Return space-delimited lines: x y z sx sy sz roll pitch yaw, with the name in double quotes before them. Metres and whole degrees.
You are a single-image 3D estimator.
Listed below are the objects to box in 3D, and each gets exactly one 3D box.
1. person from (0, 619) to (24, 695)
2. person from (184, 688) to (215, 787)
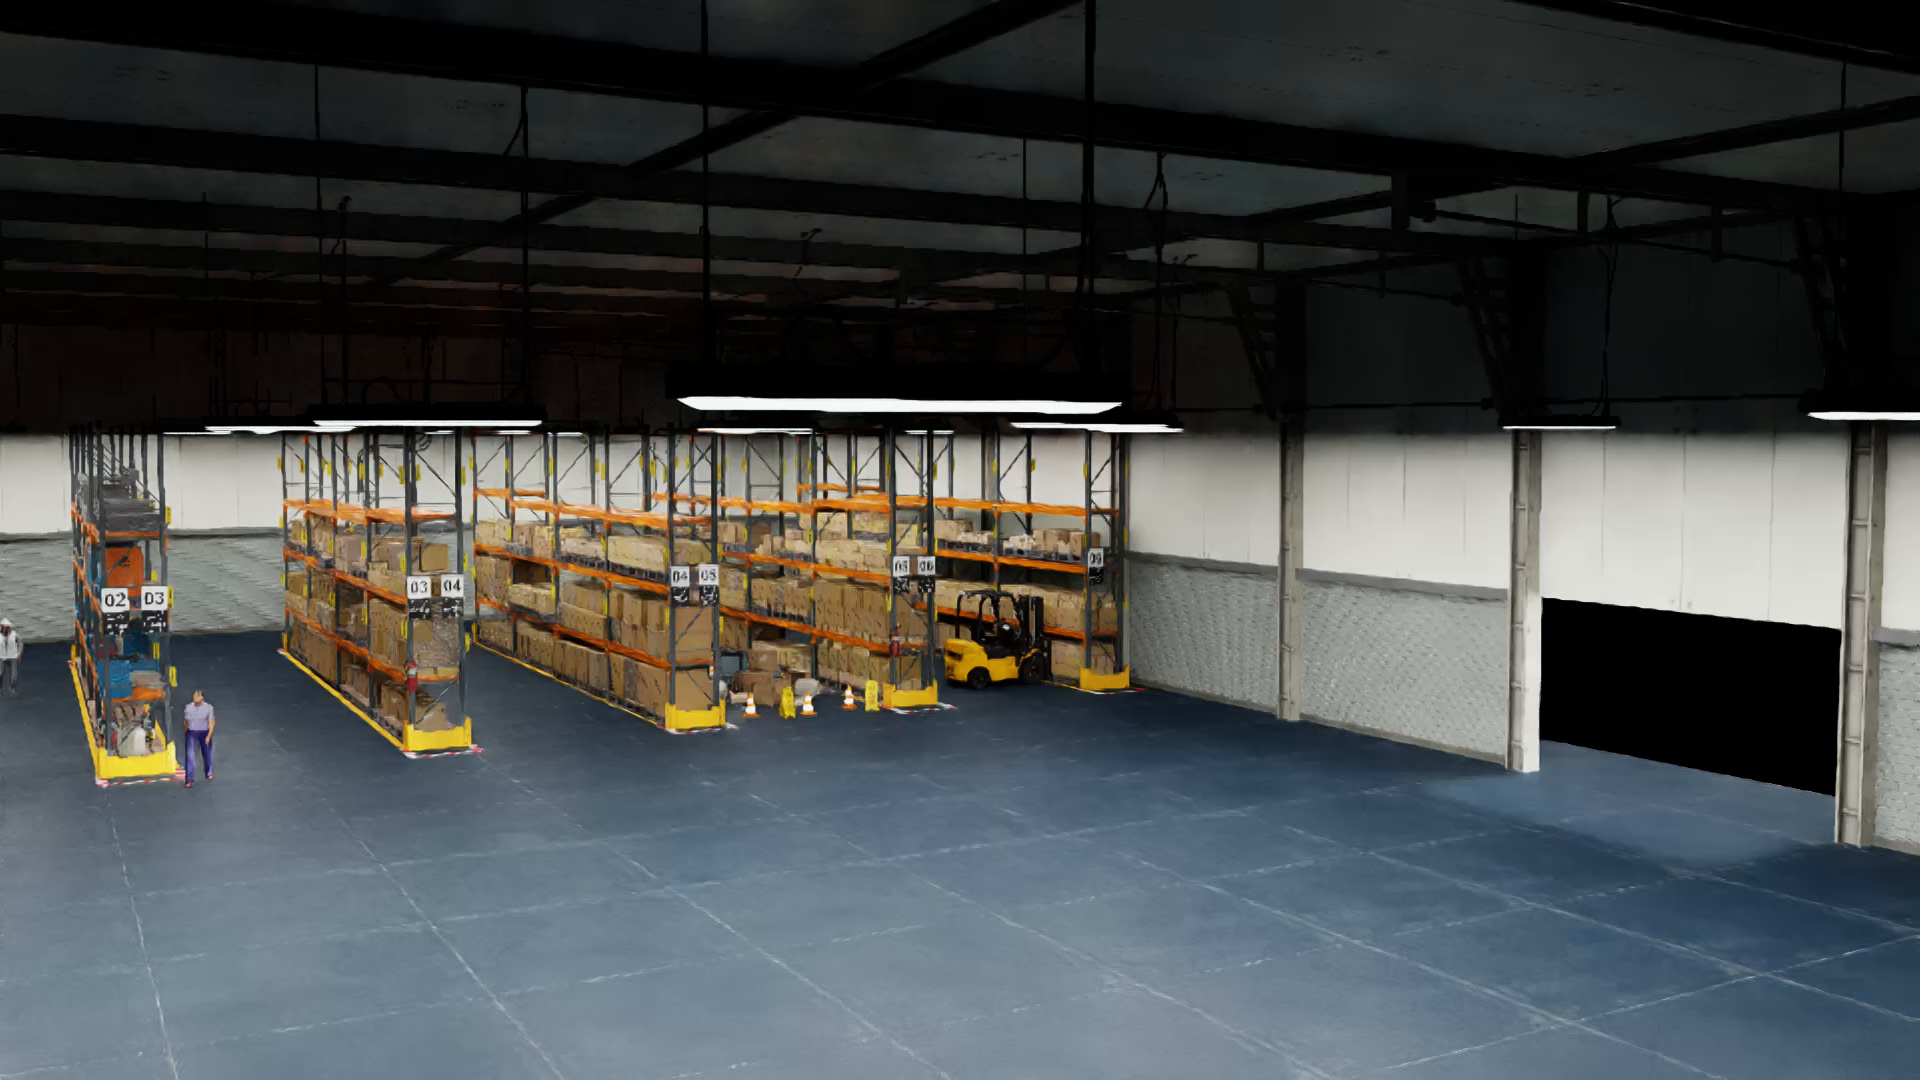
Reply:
"person" -21.093 2.595 36.787 0.677 1.726 0.574 -2 4 -31
"person" -12.520 3.226 27.389 0.476 1.580 0.994 -1 4 -20
